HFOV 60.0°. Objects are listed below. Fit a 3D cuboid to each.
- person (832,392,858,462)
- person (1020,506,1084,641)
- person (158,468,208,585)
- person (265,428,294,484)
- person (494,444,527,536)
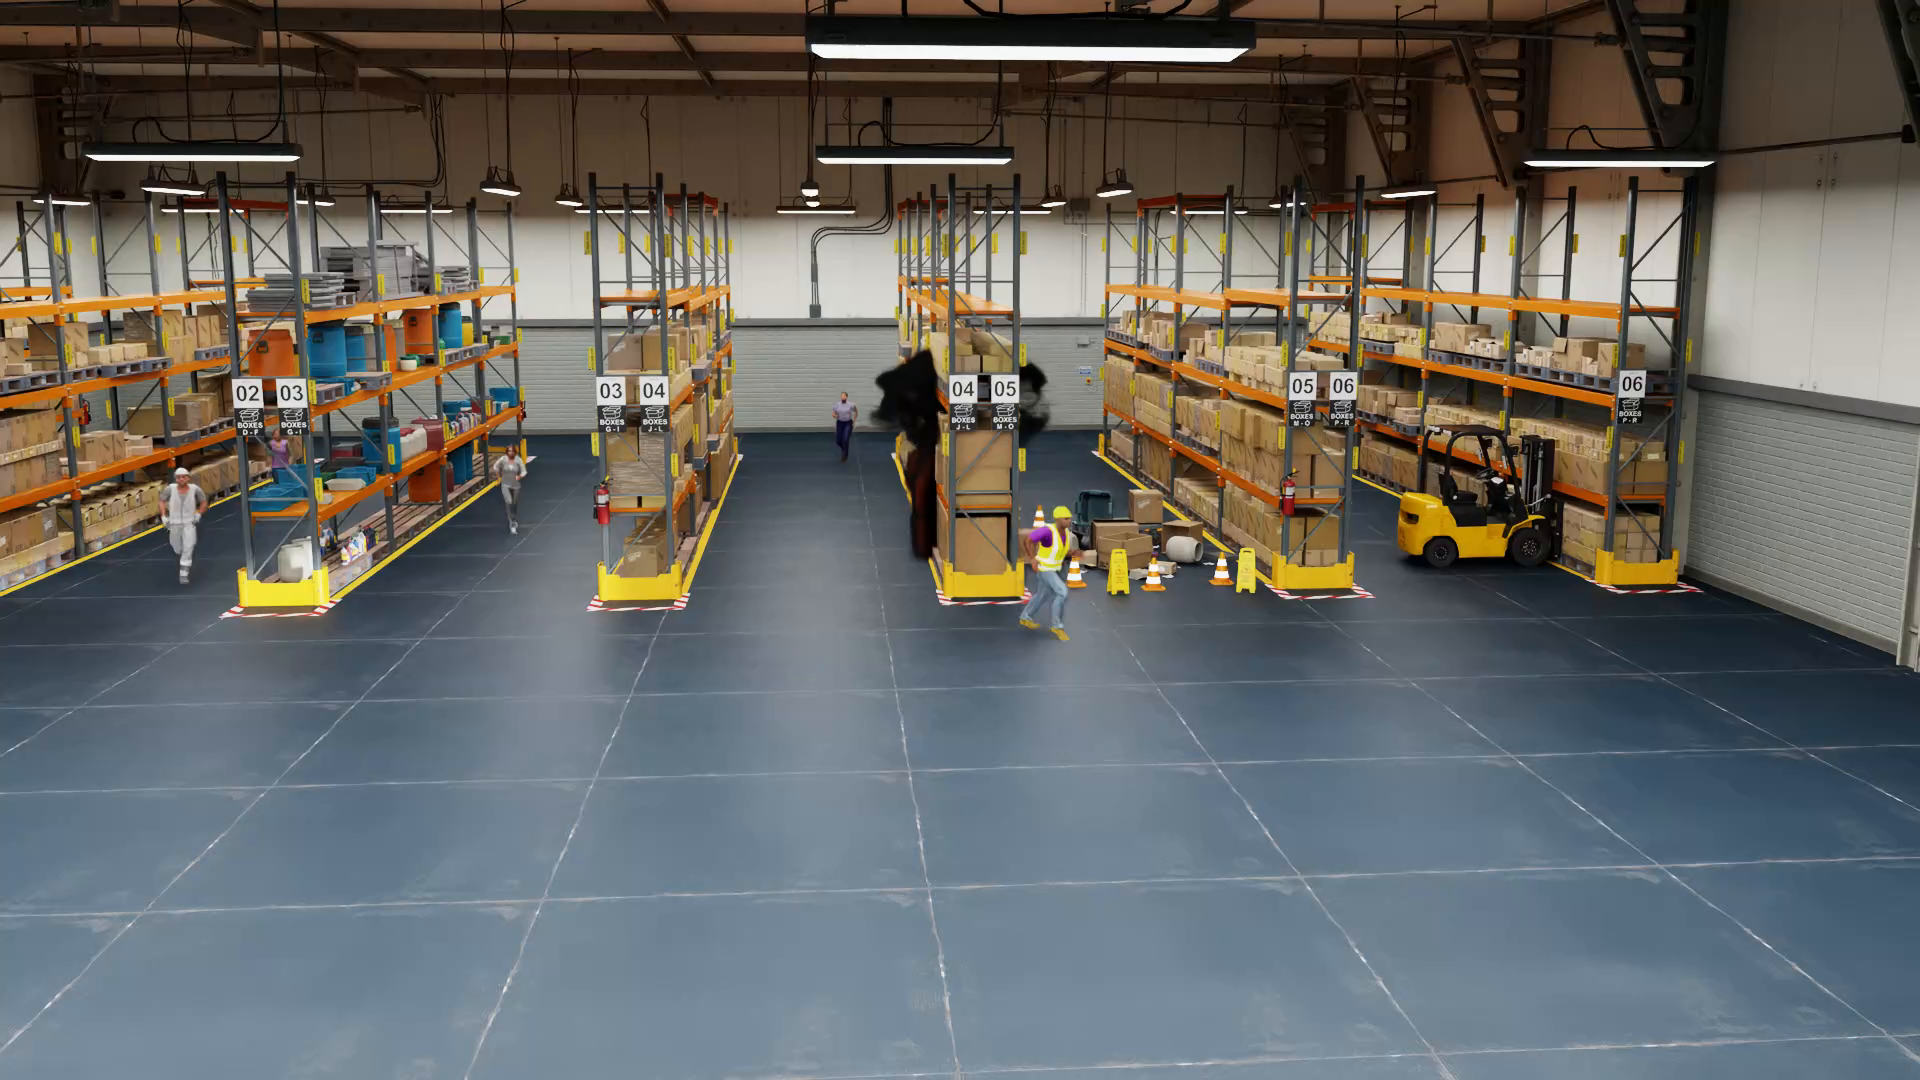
[{"bbox_3d":[-2.727,-2.705,39.370,0.624,1.624,0.748,1,10,7],"label":"person"},{"bbox_3d":[1.125,0.415,21.505,0.900,1.759,0.714,7,12,34],"label":"person"},{"bbox_3d":[-11.758,-0.246,25.216,0.673,1.759,0.851,-4,11,-20],"label":"person"},{"bbox_3d":[-13.187,-1.402,32.274,0.525,1.547,0.681,-3,10,-16],"label":"person"},{"bbox_3d":[-7.925,-0.914,29.356,0.549,1.602,0.805,-4,11,-21],"label":"person"}]
